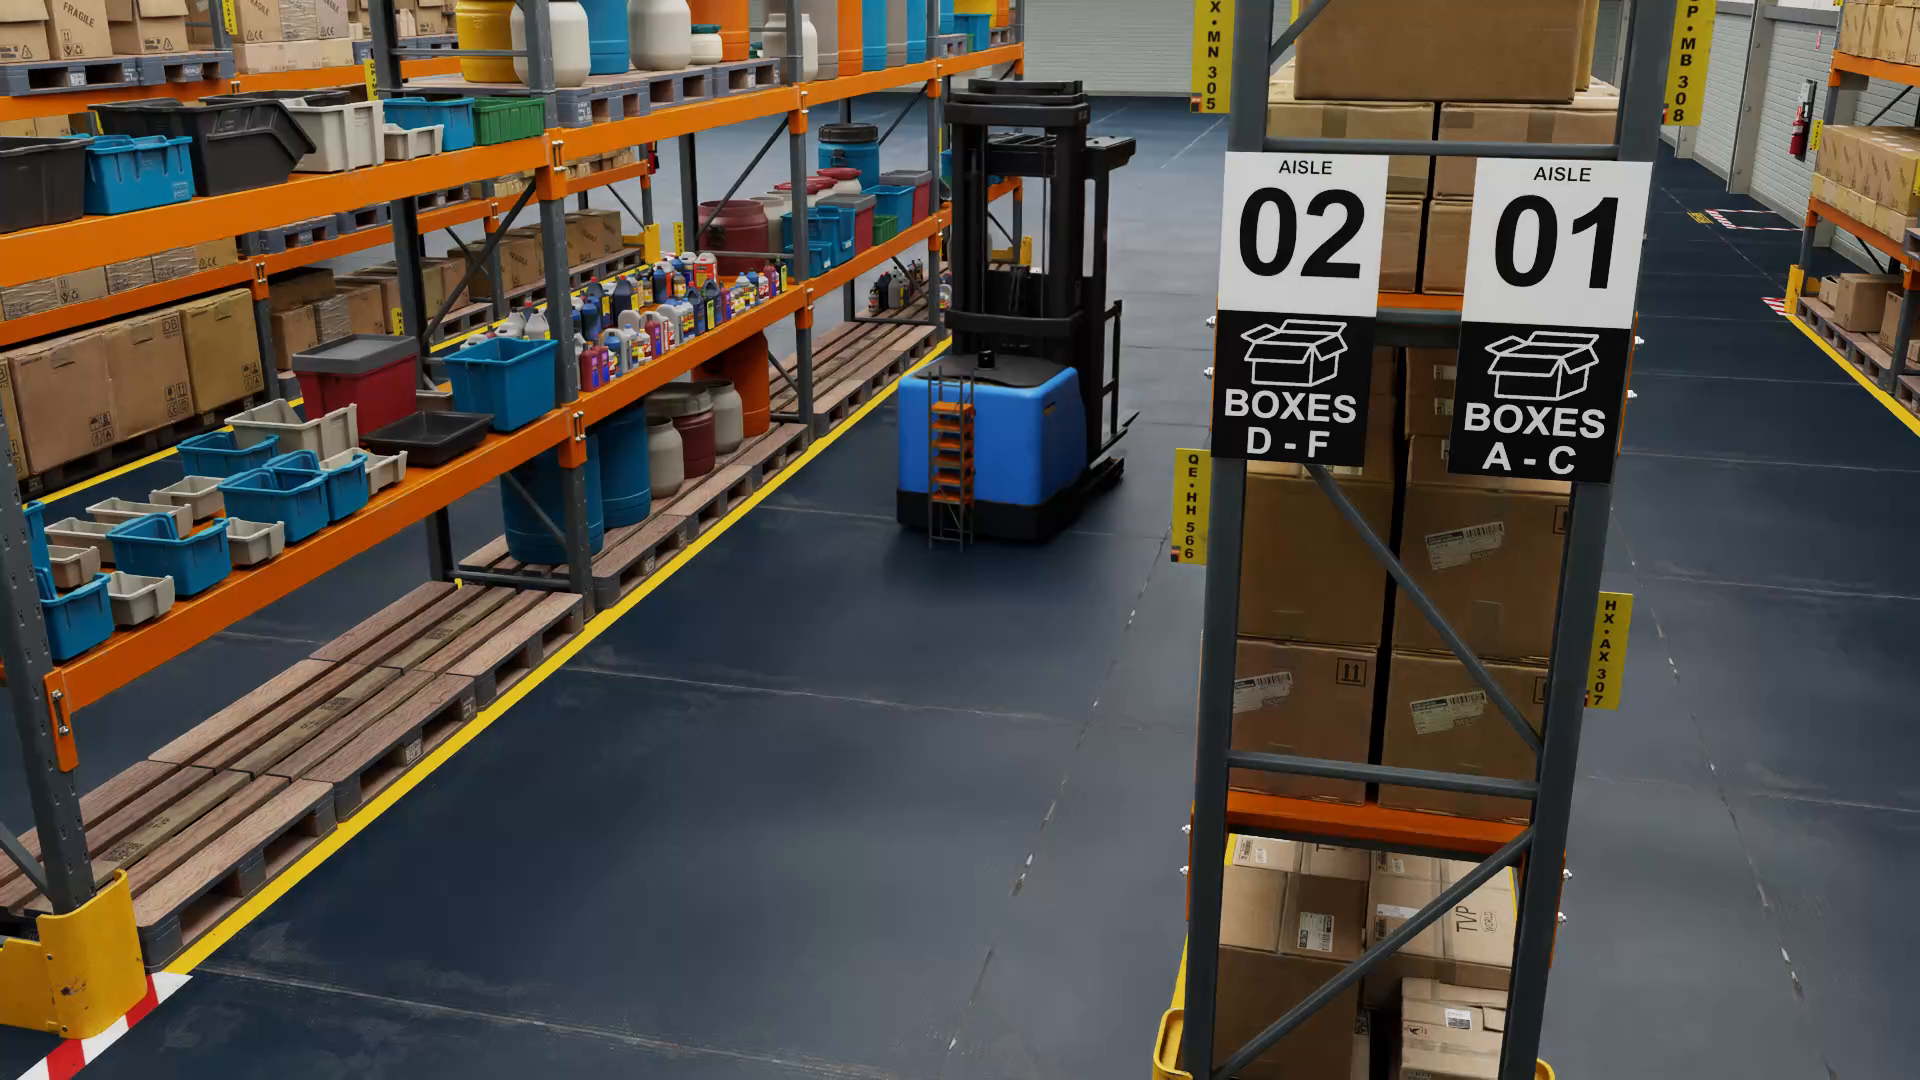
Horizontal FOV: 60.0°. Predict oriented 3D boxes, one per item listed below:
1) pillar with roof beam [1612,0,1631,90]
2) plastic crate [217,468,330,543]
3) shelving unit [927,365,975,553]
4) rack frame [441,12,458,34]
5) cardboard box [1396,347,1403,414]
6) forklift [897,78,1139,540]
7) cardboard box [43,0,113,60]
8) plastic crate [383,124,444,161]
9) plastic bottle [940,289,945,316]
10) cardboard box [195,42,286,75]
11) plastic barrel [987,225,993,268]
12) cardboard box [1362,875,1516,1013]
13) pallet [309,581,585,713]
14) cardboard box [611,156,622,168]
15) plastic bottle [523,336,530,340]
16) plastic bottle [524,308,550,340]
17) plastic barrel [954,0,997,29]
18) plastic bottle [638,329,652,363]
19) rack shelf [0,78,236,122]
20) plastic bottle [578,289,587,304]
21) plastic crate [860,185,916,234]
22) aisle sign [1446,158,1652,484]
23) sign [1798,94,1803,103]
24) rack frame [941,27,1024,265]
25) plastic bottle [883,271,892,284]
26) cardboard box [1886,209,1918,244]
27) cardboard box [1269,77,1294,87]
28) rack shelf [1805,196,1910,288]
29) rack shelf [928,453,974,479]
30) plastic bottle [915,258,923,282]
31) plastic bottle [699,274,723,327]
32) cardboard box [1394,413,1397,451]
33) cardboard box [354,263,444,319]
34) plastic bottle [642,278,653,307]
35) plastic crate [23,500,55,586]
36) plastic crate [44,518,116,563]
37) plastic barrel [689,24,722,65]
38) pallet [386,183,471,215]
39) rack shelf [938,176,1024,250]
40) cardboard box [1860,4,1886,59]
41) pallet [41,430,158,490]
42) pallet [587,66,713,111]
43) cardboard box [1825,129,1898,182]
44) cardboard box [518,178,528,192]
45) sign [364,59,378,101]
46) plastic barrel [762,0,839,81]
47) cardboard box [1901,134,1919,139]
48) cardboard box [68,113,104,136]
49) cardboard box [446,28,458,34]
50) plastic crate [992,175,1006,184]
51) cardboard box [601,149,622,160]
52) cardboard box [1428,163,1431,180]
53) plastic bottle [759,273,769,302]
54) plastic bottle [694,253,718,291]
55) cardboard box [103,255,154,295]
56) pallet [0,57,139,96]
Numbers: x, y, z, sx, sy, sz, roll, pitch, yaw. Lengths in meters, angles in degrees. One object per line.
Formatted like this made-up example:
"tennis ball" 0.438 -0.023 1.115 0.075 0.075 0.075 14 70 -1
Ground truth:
"pillar with roof beam" 13.701 -16.261 44.873 9.100 9.000 0.400 5 19 13
"plastic crate" -2.937 -0.148 7.145 0.416 0.233 0.300 5 19 13
"shelving unit" -0.059 -0.526 10.871 0.258 1.200 0.189 7 20 21
"rack frame" -5.509 -6.726 16.956 1.000 3.000 0.127 5 19 13
"cardboard box" 2.146 -0.777 7.119 0.500 0.500 0.500 4 19 12
"forklift" 0.590 -1.823 11.989 1.130 2.935 3.031 7 20 21
"cardboard box" -6.691 -3.824 12.298 0.500 0.500 0.500 6 20 16
"plastic crate" -2.603 -1.854 7.743 0.293 0.136 0.466 5 19 13
"plastic bottle" -0.203 -2.478 17.342 0.097 0.271 0.097 0 19 0
"cardboard box" -6.125 -4.109 14.167 0.500 0.250 0.500 5 19 14
"plastic barrel" 0.184 -3.558 20.164 0.421 0.512 0.421 0 19 0
"cardboard box" 1.694 1.446 5.886 0.500 0.250 0.500 5 19 13
"pallet" -2.803 0.565 9.207 1.003 0.211 1.213 5 19 13
"cardboard box" -4.474 -4.755 20.857 0.380 0.149 0.250 5 19 13
"plastic bottle" -2.663 -1.154 10.232 0.097 0.201 0.097 0 19 0
"plastic bottle" -2.614 -1.267 10.334 0.144 0.351 0.185 5 19 13
"plastic barrel" 0.116 -6.089 18.793 0.600 0.588 0.600 0 19 0
"plastic bottle" -1.987 -1.219 10.423 0.097 0.201 0.097 0 19 0
"rack shelf" -6.975 -3.085 12.052 1.077 0.370 4.000 5 19 13
"plastic bottle" -2.564 -1.546 11.252 0.061 0.283 0.133 5 19 13
"plastic crate" -0.674 -3.118 15.699 0.392 0.384 0.575 5 19 13
"aisle sign" 1.432 -0.528 4.070 0.394 0.787 0.004 5 19 13
"sign" 12.878 -6.763 25.473 0.001 0.109 0.331 5 19 13
"rack frame" 0.271 -4.749 20.452 1.000 3.000 0.127 5 19 13
"plastic bottle" -0.782 -2.735 17.972 0.144 0.351 0.185 4 19 11
"cardboard box" 8.722 -2.824 15.016 0.500 0.250 0.500 5 19 14
"cardboard box" 1.164 -1.265 5.068 0.500 0.250 0.500 5 19 13
"rack shelf" 9.389 -3.000 16.442 1.077 0.370 4.000 5 19 13
"rack shelf" -0.059 -0.484 10.885 0.258 0.103 0.180 7 20 21
"plastic bottle" -0.474 -3.123 19.230 0.097 0.271 0.097 0 19 0
"plastic bottle" -1.727 -1.653 11.463 0.144 0.351 0.185 5 19 13
"cardboard box" 2.143 -0.304 7.284 0.500 0.500 0.500 5 20 15
"cardboard box" -5.815 -2.573 17.267 0.700 0.500 0.500 5 19 13
"plastic bottle" -2.303 -1.817 12.173 0.097 0.201 0.097 0 19 0
"plastic crate" -3.738 0.101 6.104 0.616 0.435 0.499 5 19 13
"plastic crate" -3.530 0.002 6.855 0.396 0.136 0.243 5 19 13
"plastic barrel" -1.804 -3.447 11.562 0.301 0.262 0.301 0 19 0
"pallet" -5.837 -3.568 17.289 1.003 0.211 1.213 5 19 13
"rack shelf" -0.218 -3.782 18.733 1.077 0.370 4.000 5 19 13
"cardboard box" 9.265 -5.030 16.446 0.500 0.500 0.500 6 20 16
"pallet" -7.052 -0.691 12.884 1.003 0.211 1.213 5 19 13
"pallet" -2.290 -2.927 10.769 1.003 0.211 1.213 5 19 13
"cardboard box" 9.339 -3.980 17.241 0.500 0.500 0.500 5 19 14
"cardboard box" -5.057 -3.969 18.557 0.380 0.149 0.250 5 19 13
"sign" -3.194 -2.456 9.082 0.100 0.325 0.005 5 19 13
"plastic barrel" -1.273 -4.139 13.248 0.600 0.901 0.600 0 19 0
"cardboard box" 9.714 -3.776 16.644 0.500 0.500 0.500 4 19 12
"cardboard box" -10.171 -5.005 19.297 0.875 0.550 0.550 5 19 13
"cardboard box" -5.151 -5.356 17.819 0.500 0.250 0.500 4 19 11
"plastic crate" 0.275 -4.295 19.352 0.499 0.251 0.408 5 19 13
"cardboard box" -4.699 -4.992 20.548 0.875 0.500 0.500 5 19 13
"cardboard box" 1.671 -0.987 5.028 0.500 0.250 0.500 5 19 13
"plastic bottle" -1.471 -1.880 12.359 0.097 0.201 0.097 0 19 0
"plastic bottle" -1.955 -2.061 12.773 0.152 0.276 0.135 5 19 13
"cardboard box" -6.618 -2.187 12.796 0.500 0.500 0.500 4 19 12
"pallet" -6.863 -3.406 12.171 1.003 0.211 1.213 6 20 16
